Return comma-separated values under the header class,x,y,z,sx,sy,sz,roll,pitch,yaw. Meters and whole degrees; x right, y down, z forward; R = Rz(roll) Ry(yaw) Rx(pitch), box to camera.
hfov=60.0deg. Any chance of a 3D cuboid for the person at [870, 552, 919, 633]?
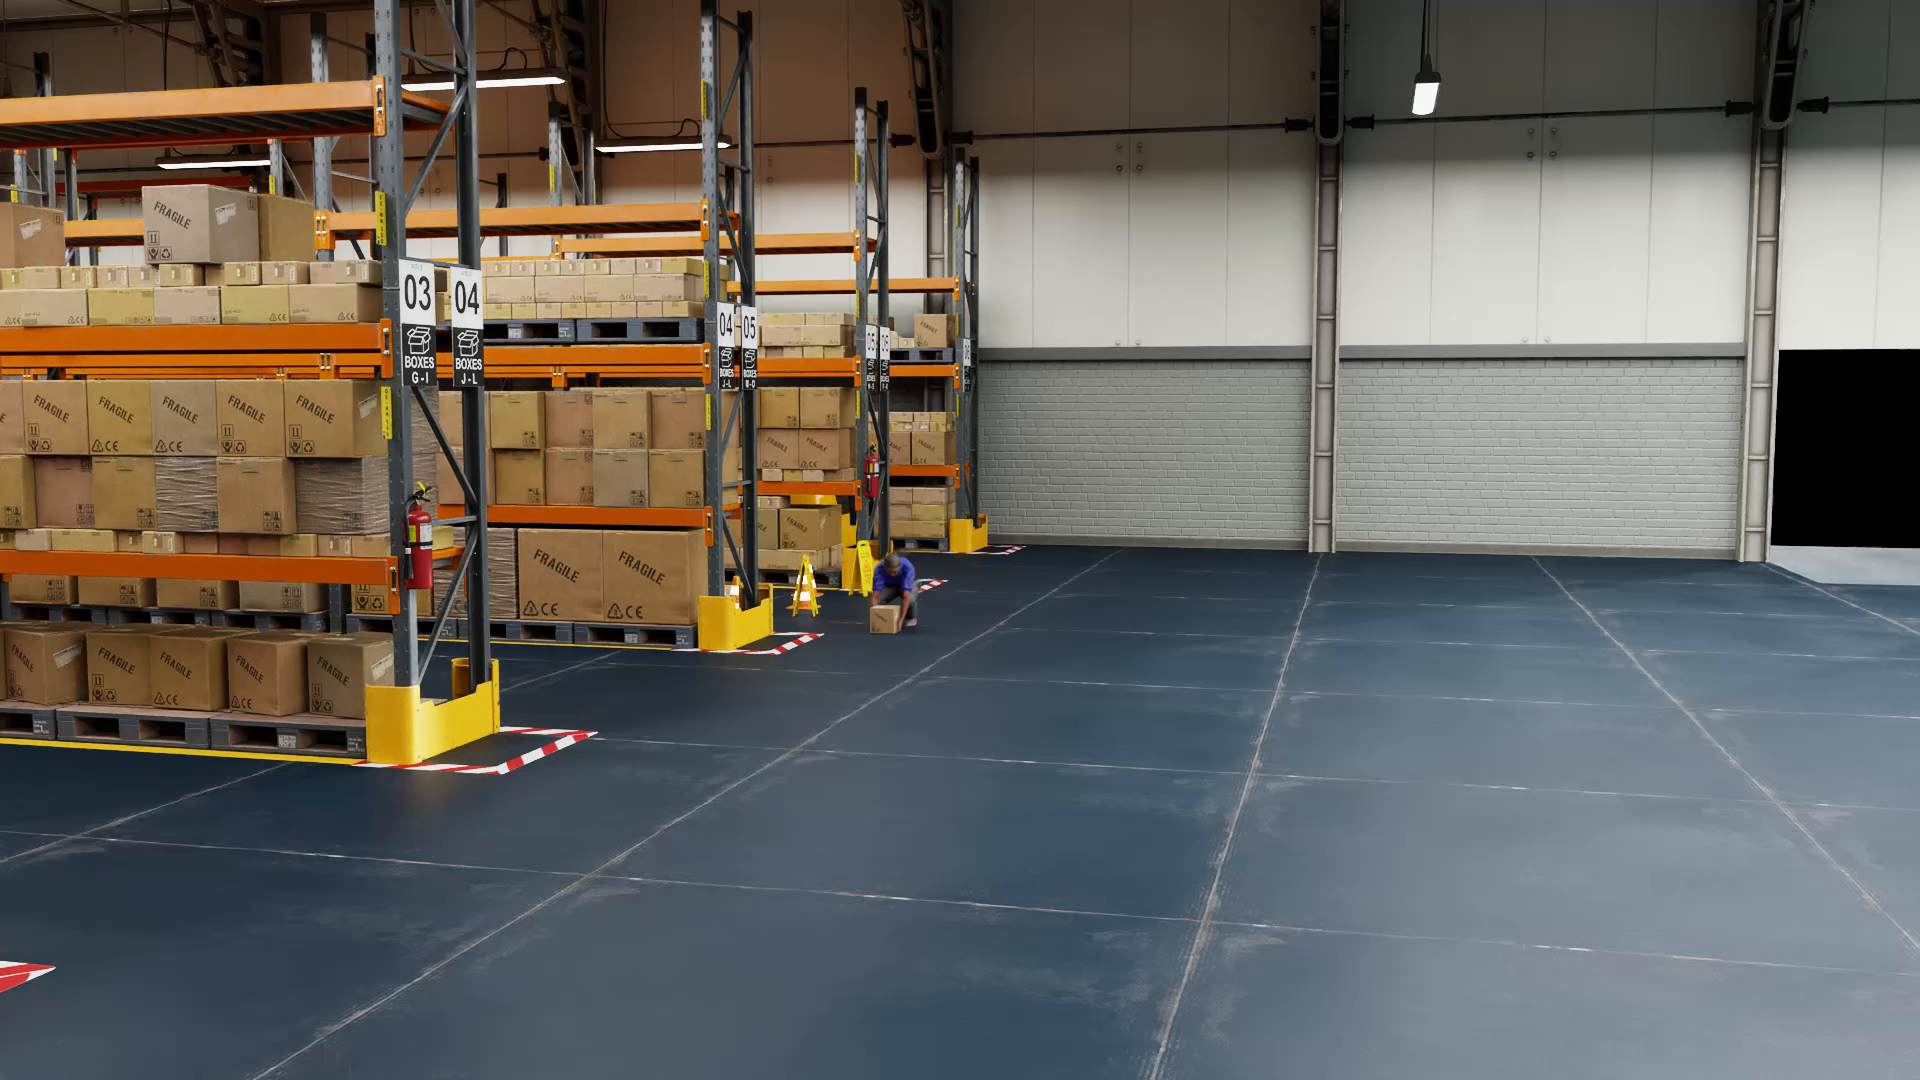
class,x,y,z,sx,sy,sz,roll,pitch,yaw
person,-0.662,0.510,16.890,0.480,0.813,0.810,1,5,14
